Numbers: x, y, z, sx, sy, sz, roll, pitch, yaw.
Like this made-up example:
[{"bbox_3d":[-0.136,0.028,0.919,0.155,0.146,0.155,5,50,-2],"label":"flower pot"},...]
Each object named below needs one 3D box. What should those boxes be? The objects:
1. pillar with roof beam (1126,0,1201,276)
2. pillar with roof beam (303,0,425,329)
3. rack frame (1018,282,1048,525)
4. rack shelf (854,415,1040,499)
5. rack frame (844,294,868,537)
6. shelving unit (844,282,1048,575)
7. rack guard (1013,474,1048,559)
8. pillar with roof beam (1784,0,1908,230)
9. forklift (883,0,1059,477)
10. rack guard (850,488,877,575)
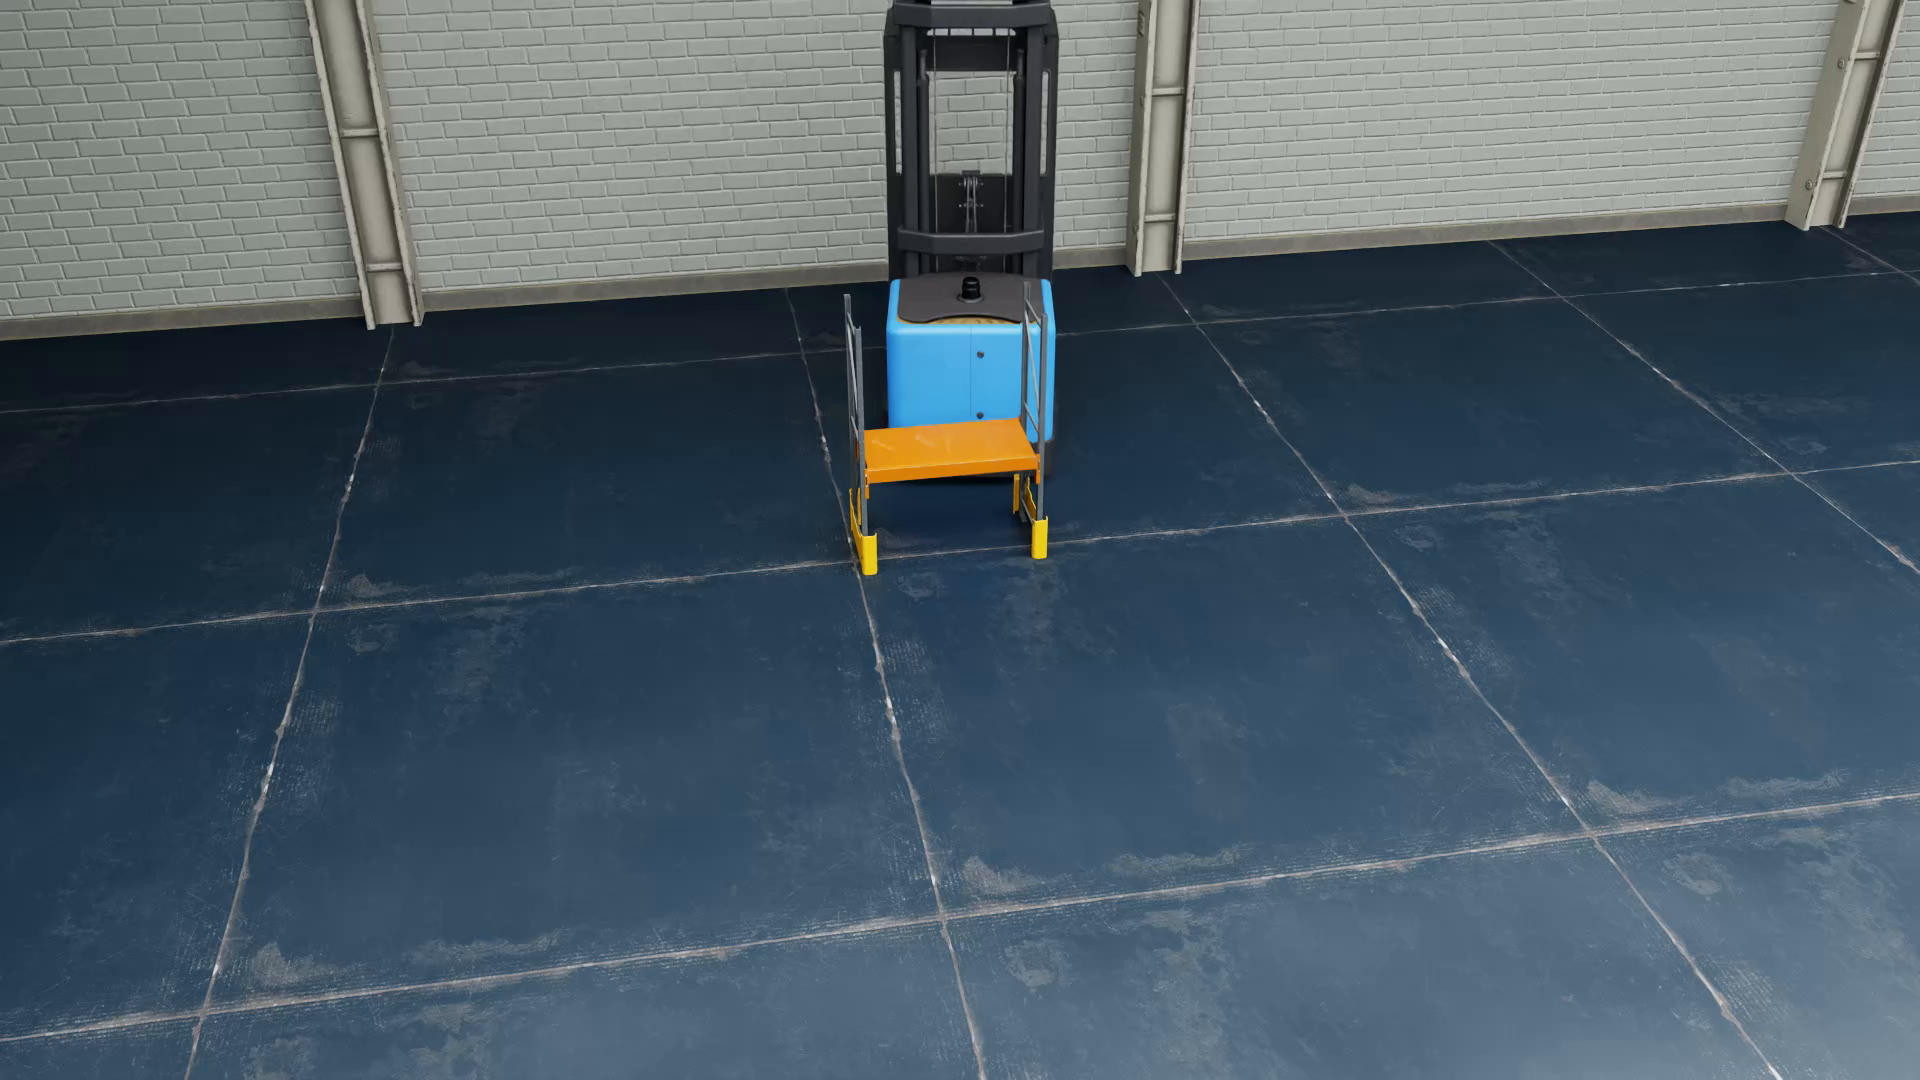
[{"bbox_3d":[2.361,-3.968,7.734,0.400,9.000,9.100,-5,31,-9],"label":"pillar with roof beam"},{"bbox_3d":[-3.541,-3.420,6.803,0.400,9.000,9.100,-5,31,-9],"label":"pillar with roof beam"},{"bbox_3d":[0.416,-0.685,9.550,0.032,1.500,0.500,-5,31,-9],"label":"rack frame"},{"bbox_3d":[-0.084,-0.484,9.562,1.000,0.185,0.538,-5,31,-9],"label":"rack shelf"},{"bbox_3d":[-0.584,-0.592,9.392,0.032,1.500,0.500,-5,31,-9],"label":"rack frame"},{"bbox_3d":[-0.075,-0.640,9.472,1.083,1.500,0.587,-5,31,-9],"label":"shelving unit"},{"bbox_3d":[0.415,-0.146,9.867,0.087,0.250,0.587,-5,31,-9],"label":"rack guard"},{"bbox_3d":[8.263,-4.516,8.666,0.400,9.000,9.100,-5,31,-9],"label":"pillar with roof beam"},{"bbox_3d":[0.070,-2.360,10.986,1.130,2.935,3.031,0,30,0],"label":"forklift"},{"bbox_3d":[-0.565,-0.055,9.712,0.087,0.250,0.587,-5,31,-9],"label":"rack guard"}]
